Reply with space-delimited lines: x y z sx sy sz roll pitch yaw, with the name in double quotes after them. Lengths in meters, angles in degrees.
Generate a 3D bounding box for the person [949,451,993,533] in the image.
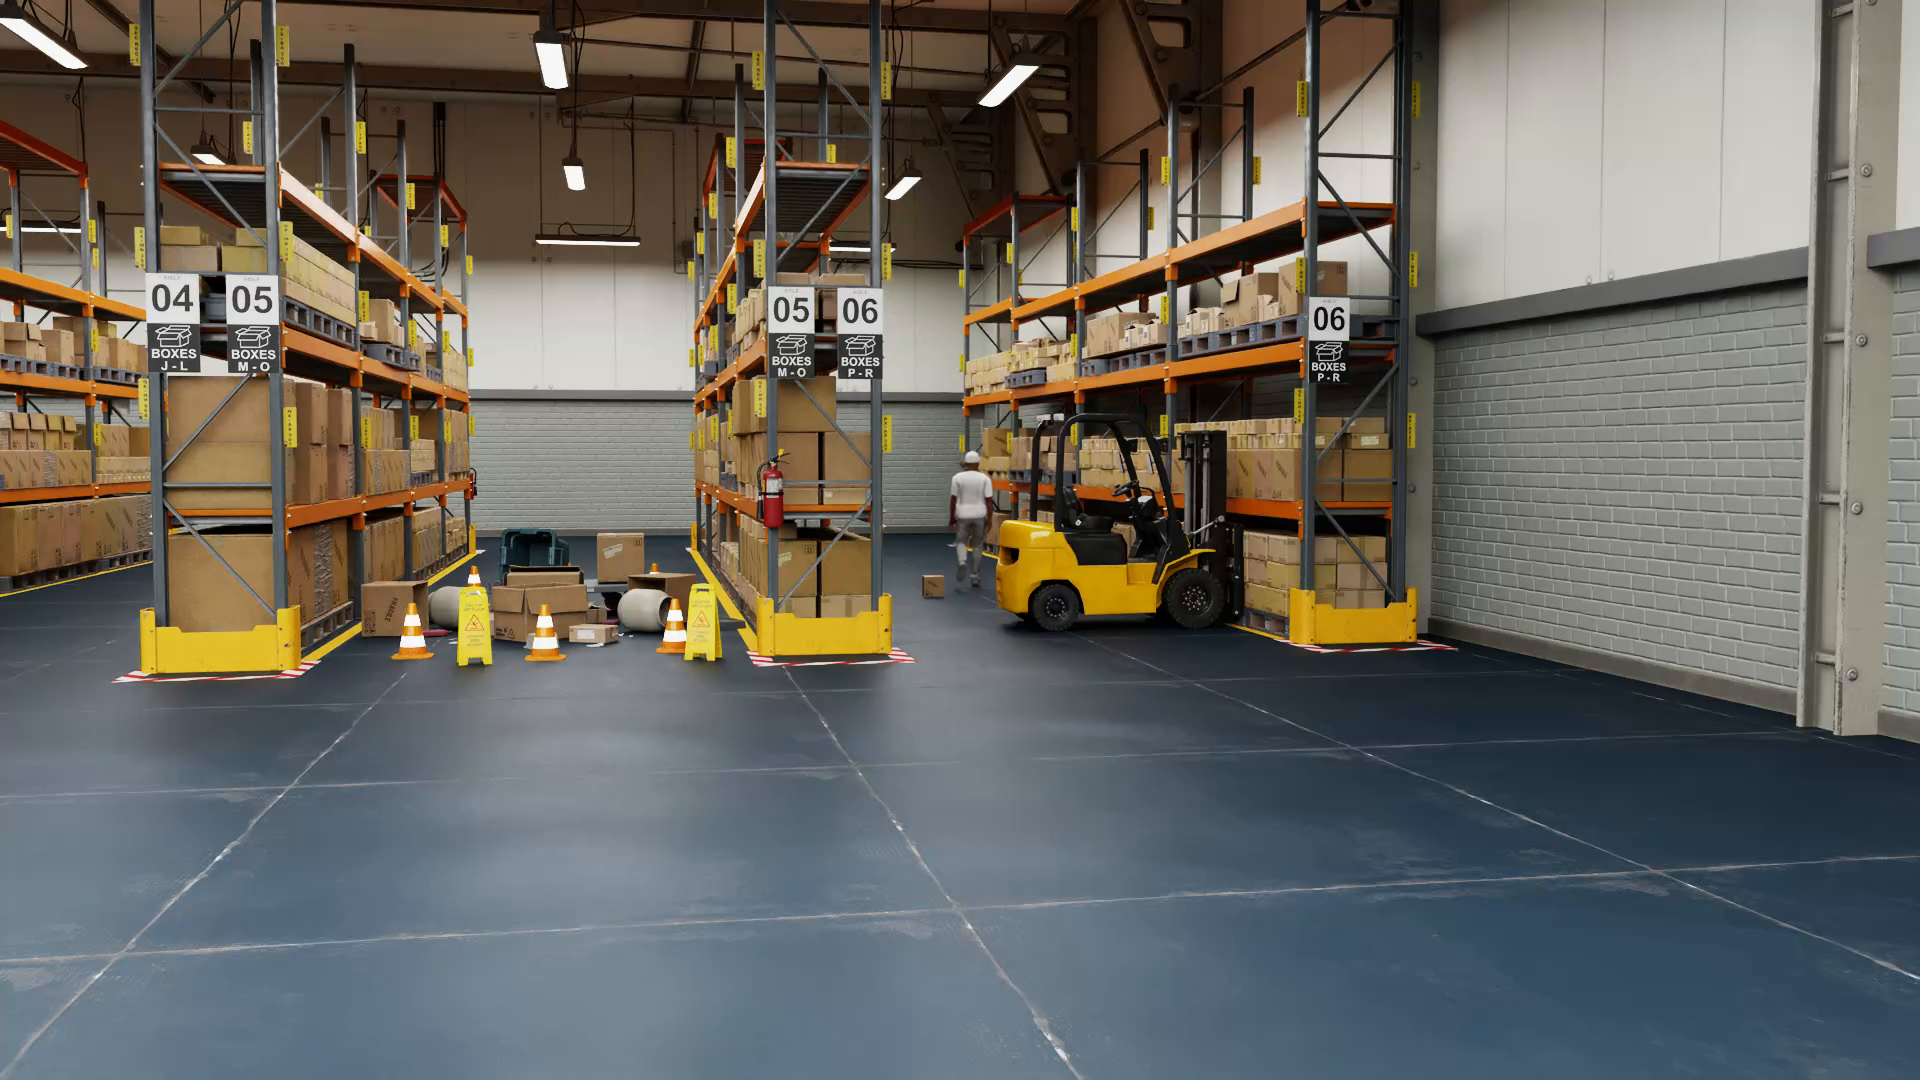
0.145 -0.632 21.987 0.587 1.083 0.337 0 3 5 "person"
